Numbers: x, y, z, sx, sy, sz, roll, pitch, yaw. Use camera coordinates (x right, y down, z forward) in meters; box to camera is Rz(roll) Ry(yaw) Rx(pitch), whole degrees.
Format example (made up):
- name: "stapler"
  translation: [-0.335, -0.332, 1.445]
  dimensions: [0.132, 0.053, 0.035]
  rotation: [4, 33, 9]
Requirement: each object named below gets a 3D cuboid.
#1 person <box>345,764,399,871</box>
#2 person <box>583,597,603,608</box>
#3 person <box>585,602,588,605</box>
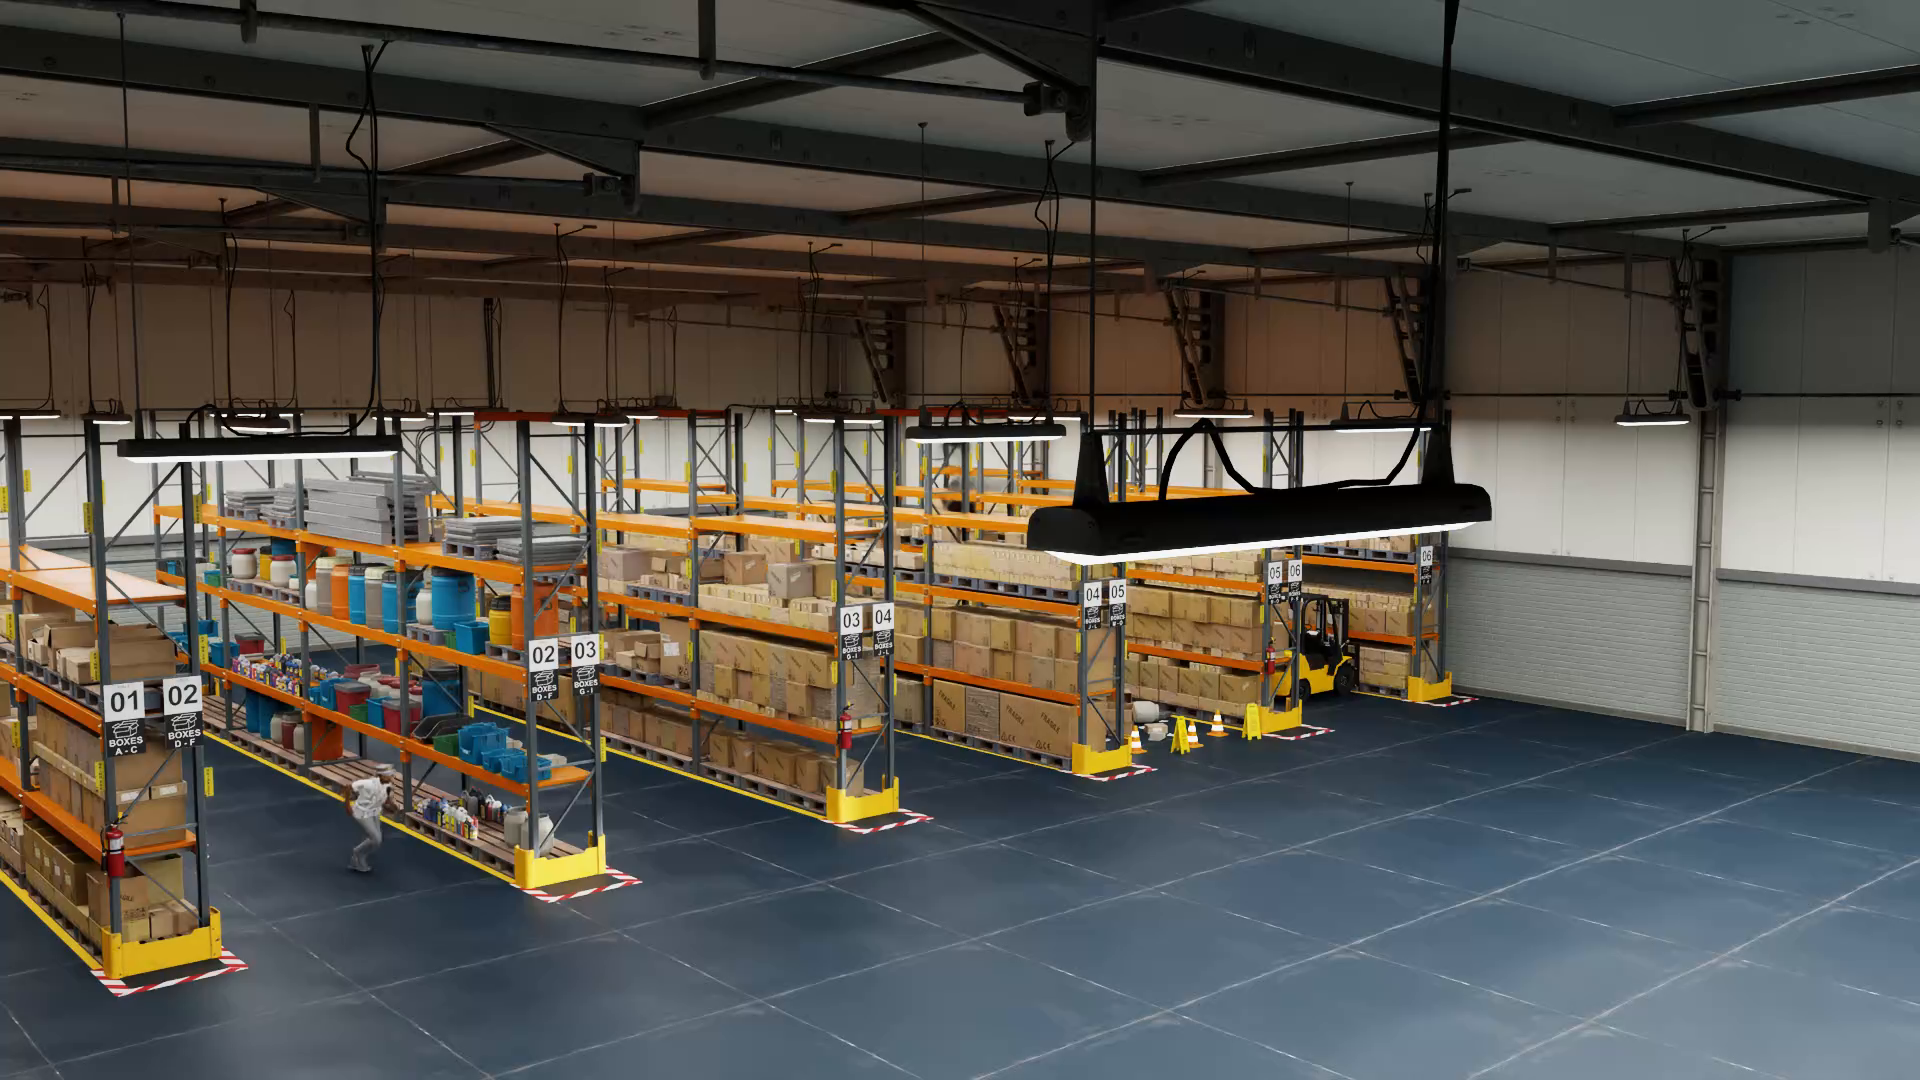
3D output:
- name: "person"
  translation: [-7.764, 3.668, 21.870]
  dimensions: [0.847, 1.491, 0.601]
  rotation: [2, 6, 25]
- name: "person"
  translation: [-9.065, 1.911, 40.997]
  dimensions: [0.617, 1.633, 0.784]
  rotation: [2, 5, 20]
- name: "person"
  translation: [-8.532, 2.204, 38.007]
  dimensions: [0.620, 1.602, 0.560]
  rotation: [-4, 6, -37]
